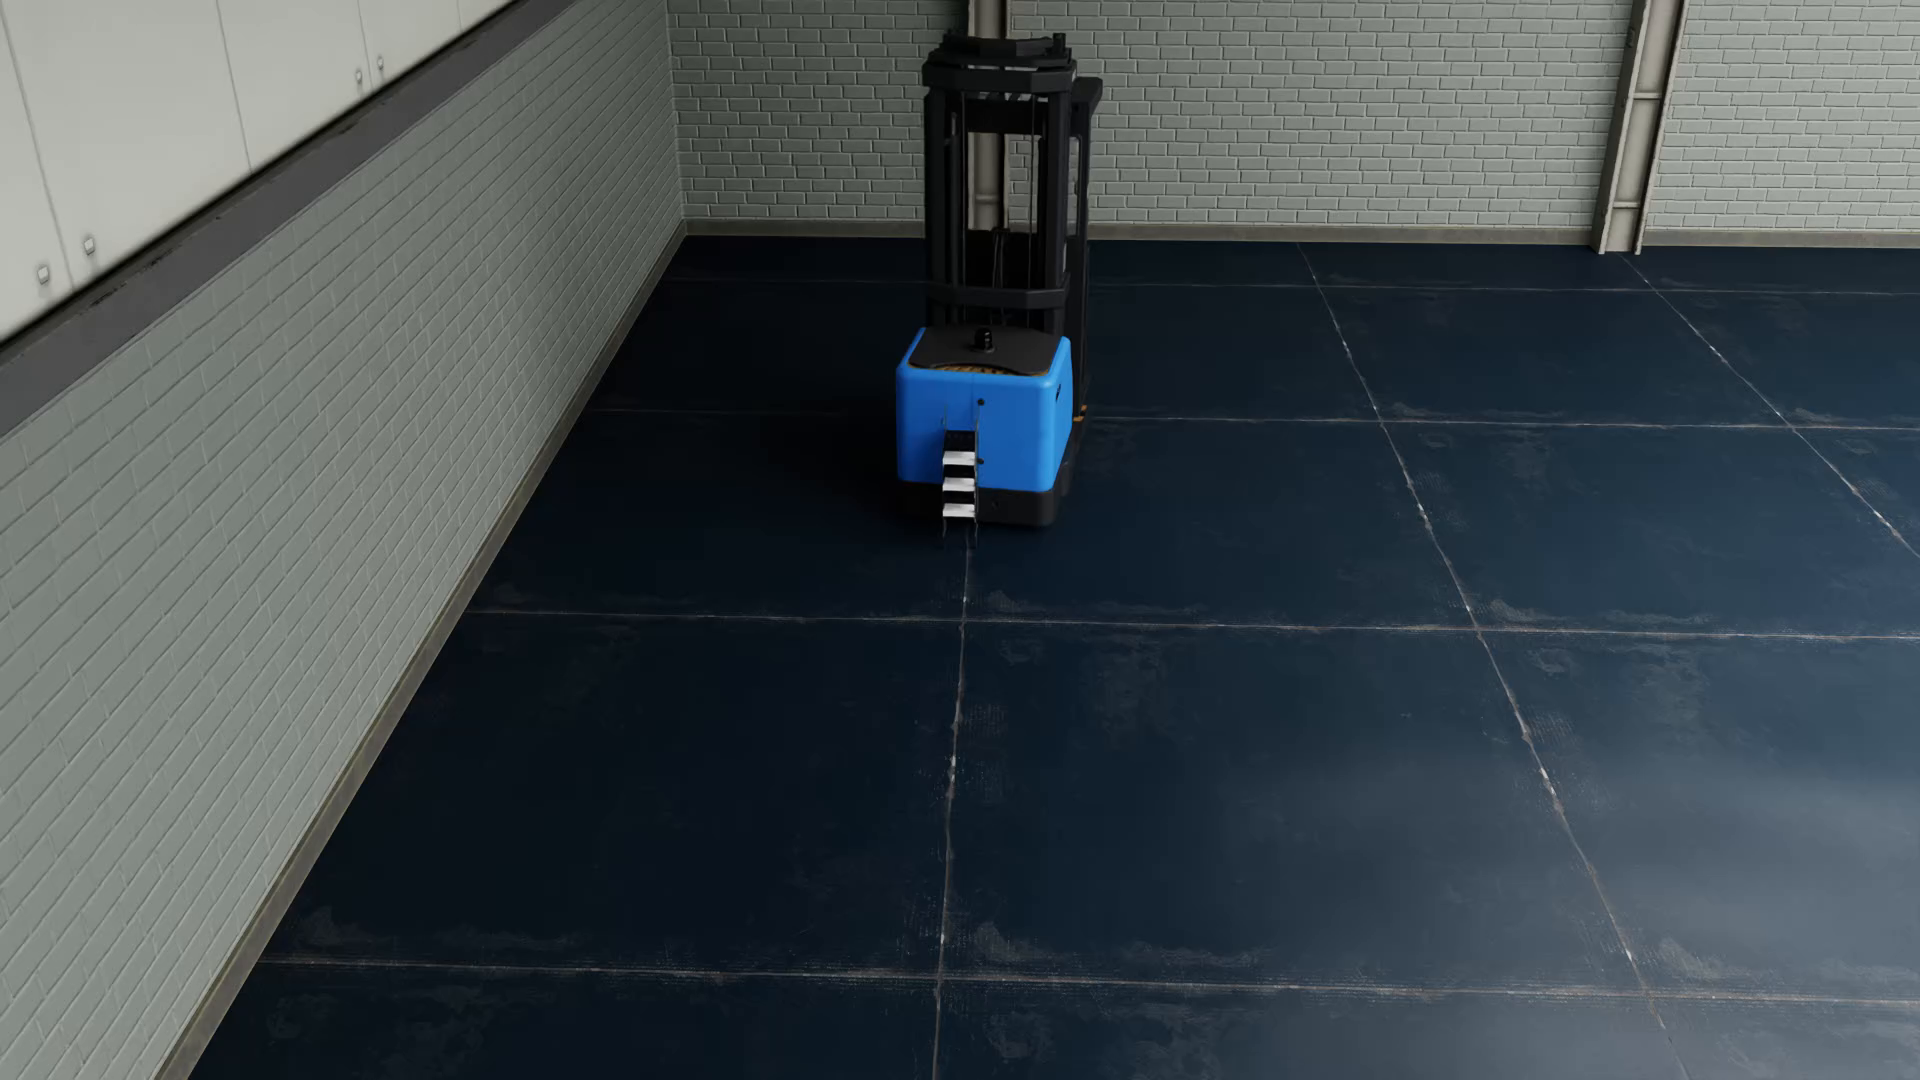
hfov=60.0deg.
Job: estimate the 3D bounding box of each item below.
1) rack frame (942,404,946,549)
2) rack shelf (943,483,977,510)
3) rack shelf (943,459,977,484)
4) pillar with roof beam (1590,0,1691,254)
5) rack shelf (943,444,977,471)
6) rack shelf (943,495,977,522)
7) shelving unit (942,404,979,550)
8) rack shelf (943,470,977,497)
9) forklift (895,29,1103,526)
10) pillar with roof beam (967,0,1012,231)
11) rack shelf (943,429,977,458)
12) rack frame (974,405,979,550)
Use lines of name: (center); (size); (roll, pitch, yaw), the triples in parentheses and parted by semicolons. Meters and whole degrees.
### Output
rack frame: (-0.100, -0.396, 10.460); (0.006, 0.900, 0.240); (2, 28, 4)
rack shelf: (0.001, -0.283, 10.511); (0.200, 0.077, 0.258); (2, 28, 4)
rack shelf: (0.002, -0.442, 10.427); (0.200, 0.077, 0.258); (2, 28, 4)
pillar with roof beam: (6.119, -4.749, 10.027); (0.400, 9.000, 9.100); (1, 28, 2)
rack shelf: (0.002, -0.521, 10.385); (0.200, 0.077, 0.258); (2, 28, 4)
rack shelf: (0.001, -0.203, 10.553); (0.200, 0.077, 0.258); (2, 28, 4)
shelving unit: (0.002, -0.392, 10.453); (0.210, 0.900, 0.258); (2, 28, 4)
rack shelf: (0.002, -0.362, 10.469); (0.200, 0.077, 0.258); (2, 28, 4)
forklift: (0.353, -2.053, 11.418); (1.130, 2.935, 3.031); (5, 28, 9)
pillar with roof beam: (0.122, -4.849, 10.214); (0.400, 9.000, 9.100); (1, 28, 2)
rack shelf: (0.002, -0.601, 10.342); (0.200, 0.077, 0.258); (2, 28, 4)
rack frame: (0.103, -0.388, 10.446); (0.006, 0.900, 0.240); (2, 28, 4)
